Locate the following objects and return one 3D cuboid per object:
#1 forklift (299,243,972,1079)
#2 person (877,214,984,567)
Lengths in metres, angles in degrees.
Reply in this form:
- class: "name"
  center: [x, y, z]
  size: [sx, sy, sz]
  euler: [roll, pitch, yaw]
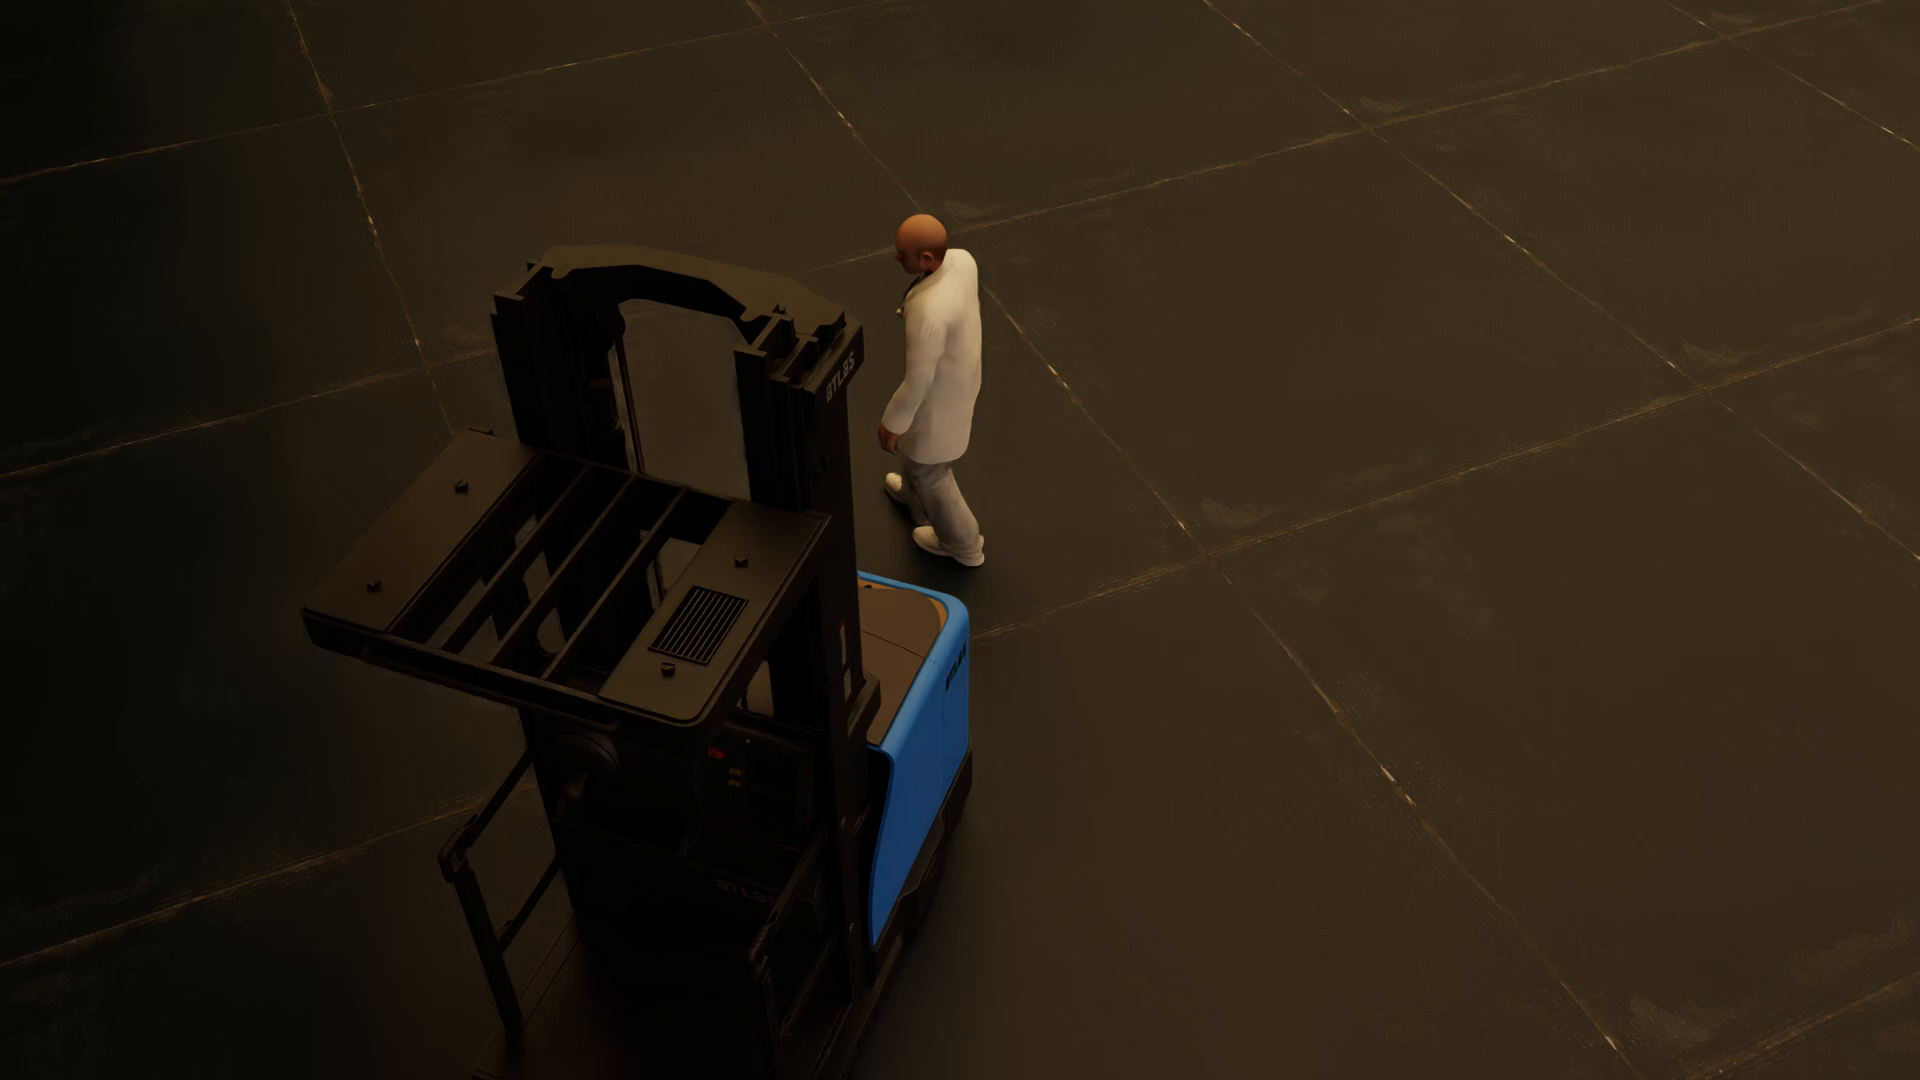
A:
- class: "forklift"
  center: [-0.940, 0.755, 4.871]
  size: [1.130, 2.935, 3.031]
  euler: [14, 45, 15]
- class: "person"
  center: [-0.151, -0.654, 7.244]
  size: [0.599, 1.760, 0.727]
  euler: [11, 44, 11]
